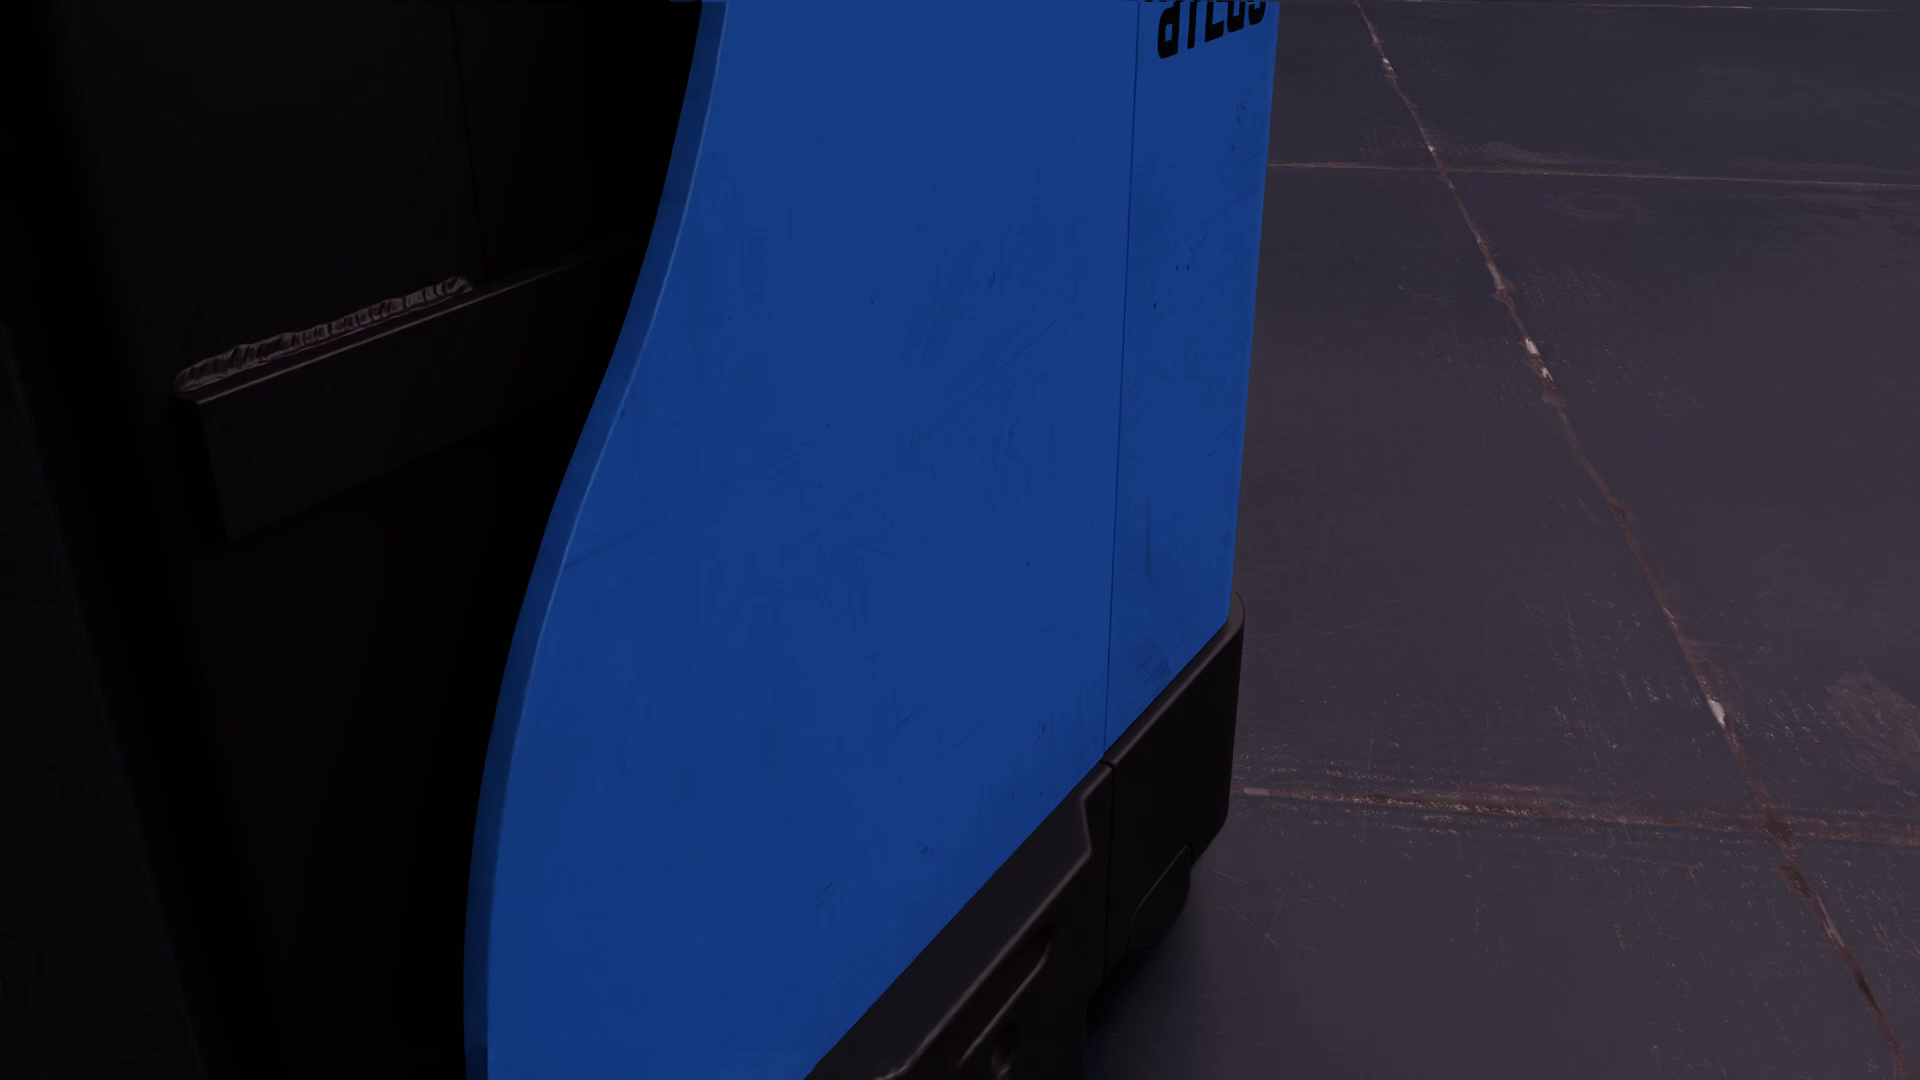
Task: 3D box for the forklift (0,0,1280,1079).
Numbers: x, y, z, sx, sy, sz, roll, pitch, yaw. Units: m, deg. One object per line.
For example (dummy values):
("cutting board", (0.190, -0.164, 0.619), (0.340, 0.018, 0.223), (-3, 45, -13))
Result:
("forklift", (-0.903, -0.526, 0.271), (1.130, 2.935, 3.031), (15, 30, 27))
